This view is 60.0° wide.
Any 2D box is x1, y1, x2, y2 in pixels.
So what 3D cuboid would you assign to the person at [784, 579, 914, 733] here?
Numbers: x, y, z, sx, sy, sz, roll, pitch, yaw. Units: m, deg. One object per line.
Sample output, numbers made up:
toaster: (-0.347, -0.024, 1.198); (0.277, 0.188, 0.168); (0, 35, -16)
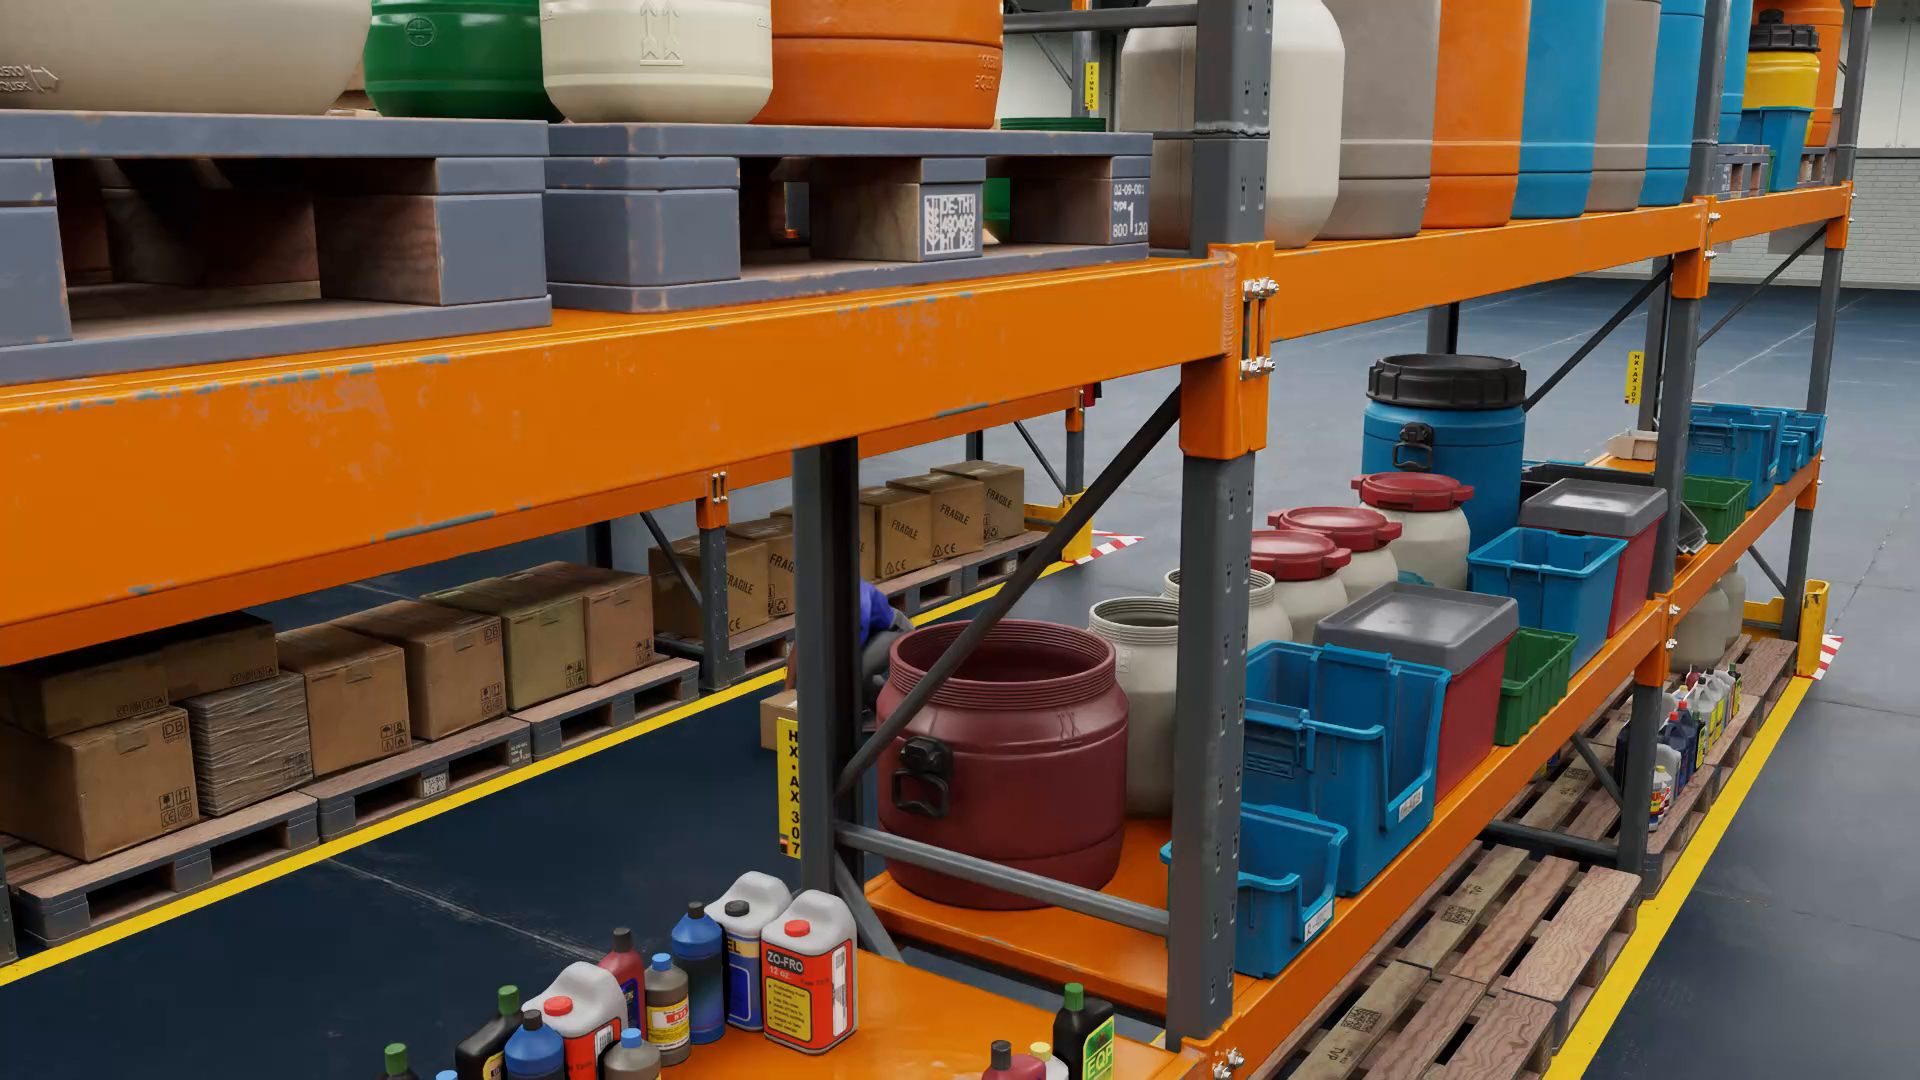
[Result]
person: (-0.583, 0.564, 8.736); (0.483, 0.911, 0.818); (12, 18, 42)
